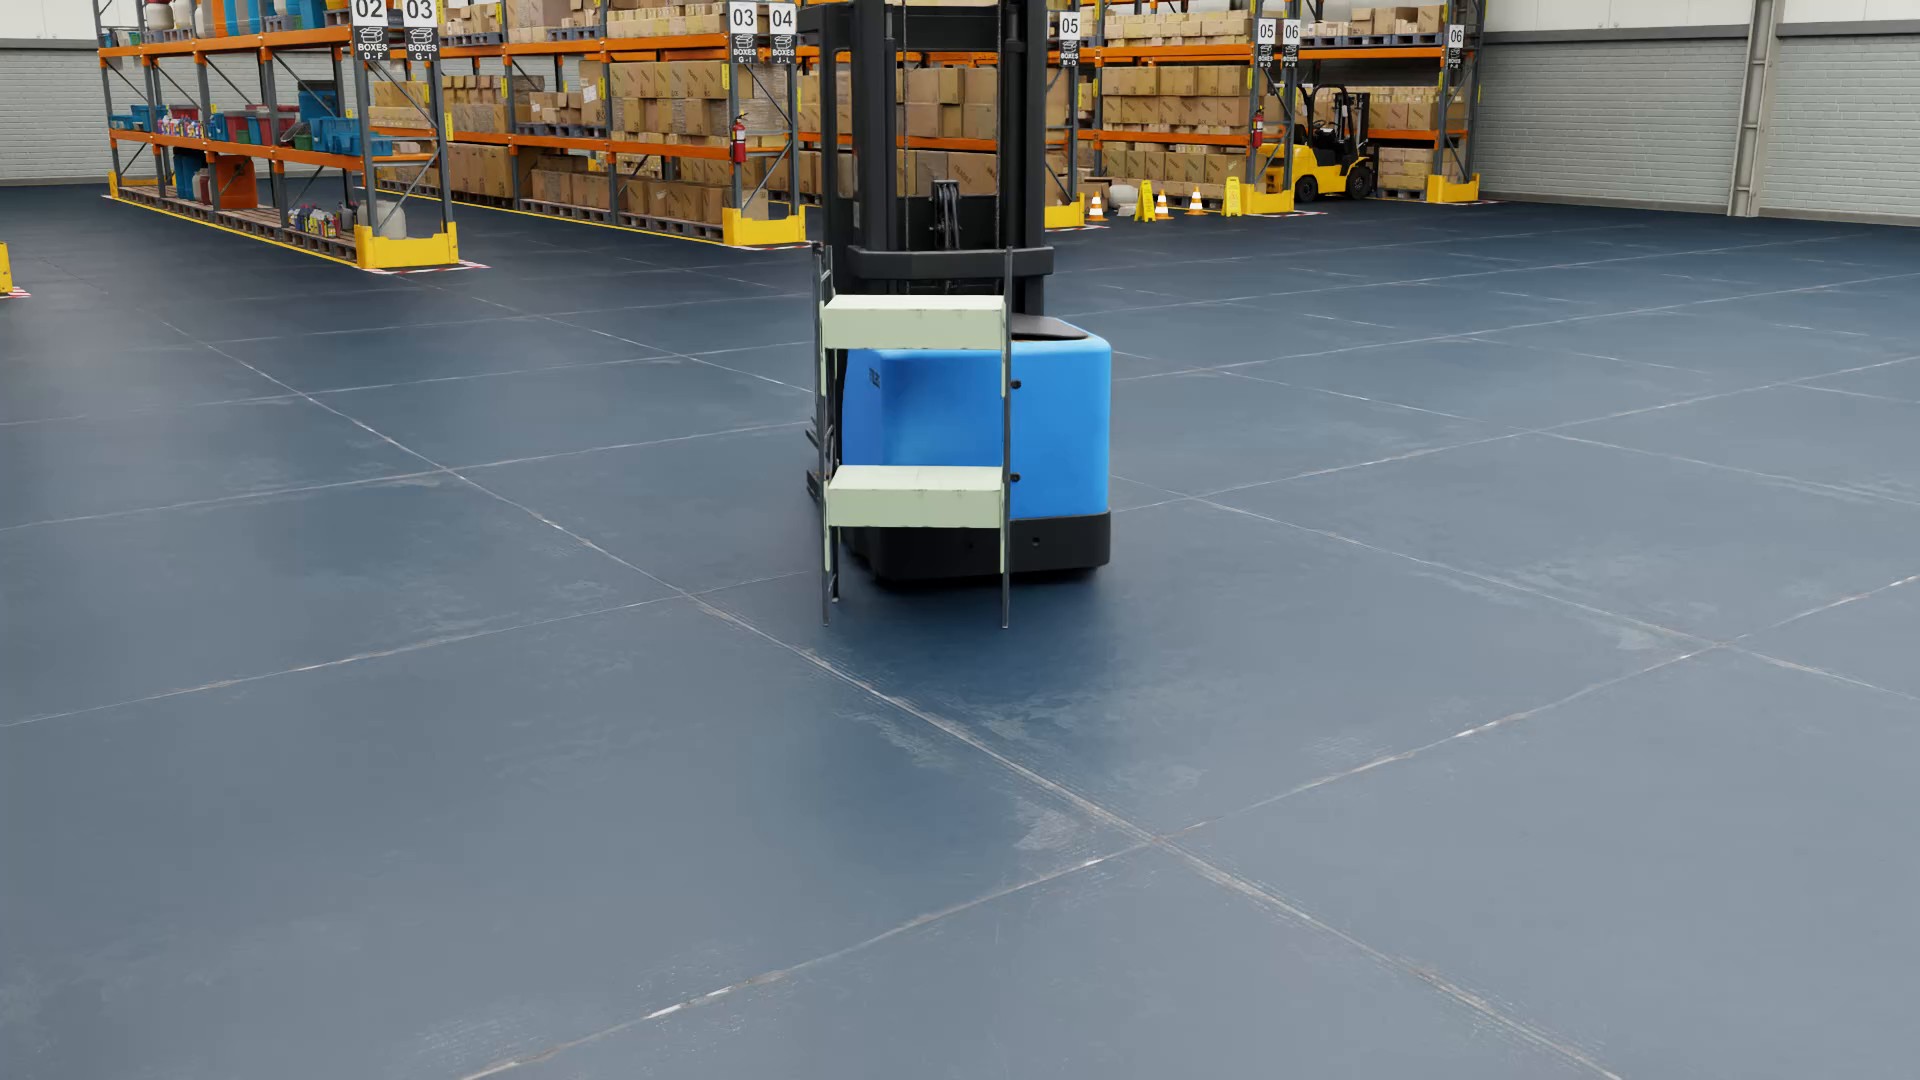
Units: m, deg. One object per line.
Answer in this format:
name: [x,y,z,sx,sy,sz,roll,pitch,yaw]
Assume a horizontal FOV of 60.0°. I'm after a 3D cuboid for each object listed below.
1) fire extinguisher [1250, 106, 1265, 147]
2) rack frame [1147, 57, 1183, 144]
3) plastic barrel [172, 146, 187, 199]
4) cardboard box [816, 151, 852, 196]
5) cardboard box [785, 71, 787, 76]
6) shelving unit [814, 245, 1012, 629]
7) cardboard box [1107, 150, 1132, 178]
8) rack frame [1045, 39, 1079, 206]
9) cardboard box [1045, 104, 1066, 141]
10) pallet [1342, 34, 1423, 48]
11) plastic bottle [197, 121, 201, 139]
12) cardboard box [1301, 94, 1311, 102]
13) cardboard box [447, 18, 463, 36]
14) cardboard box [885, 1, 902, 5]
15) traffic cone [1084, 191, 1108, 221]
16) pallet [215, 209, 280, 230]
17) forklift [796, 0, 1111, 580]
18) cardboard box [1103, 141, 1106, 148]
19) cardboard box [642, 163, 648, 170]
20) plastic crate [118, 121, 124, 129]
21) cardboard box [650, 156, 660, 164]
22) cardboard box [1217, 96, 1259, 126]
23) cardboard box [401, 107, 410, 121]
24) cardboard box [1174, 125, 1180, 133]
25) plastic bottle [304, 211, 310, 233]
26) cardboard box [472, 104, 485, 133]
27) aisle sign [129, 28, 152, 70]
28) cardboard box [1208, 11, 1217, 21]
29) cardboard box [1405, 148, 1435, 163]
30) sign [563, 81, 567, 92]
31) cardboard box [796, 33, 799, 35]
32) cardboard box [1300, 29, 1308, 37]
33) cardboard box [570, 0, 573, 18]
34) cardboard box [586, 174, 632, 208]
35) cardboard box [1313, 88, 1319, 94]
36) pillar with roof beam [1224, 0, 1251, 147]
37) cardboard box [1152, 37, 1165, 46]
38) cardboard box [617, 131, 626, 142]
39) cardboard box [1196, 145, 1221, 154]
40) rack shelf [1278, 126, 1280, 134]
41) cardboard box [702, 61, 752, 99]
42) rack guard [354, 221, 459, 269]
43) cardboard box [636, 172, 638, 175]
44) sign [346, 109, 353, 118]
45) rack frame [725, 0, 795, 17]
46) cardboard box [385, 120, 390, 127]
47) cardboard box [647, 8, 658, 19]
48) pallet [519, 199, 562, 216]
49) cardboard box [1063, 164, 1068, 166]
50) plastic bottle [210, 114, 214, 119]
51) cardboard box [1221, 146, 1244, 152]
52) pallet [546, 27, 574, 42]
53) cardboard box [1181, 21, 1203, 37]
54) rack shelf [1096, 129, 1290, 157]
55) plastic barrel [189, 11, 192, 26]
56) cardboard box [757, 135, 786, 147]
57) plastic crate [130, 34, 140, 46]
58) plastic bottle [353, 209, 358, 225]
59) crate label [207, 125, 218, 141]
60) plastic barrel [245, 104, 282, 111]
fire extinguisher: [5.027,-6.994,28.094,0.296,0.674,0.183,-11,19,-35]
rack frame: [4.641,-9.607,37.494,1.000,3.000,0.127,-11,19,-35]
plastic barrel: [-13.440,-6.454,29.156,0.600,0.901,0.708,-11,19,-35]
cardboard box: [-1.966,-6.634,30.099,1.050,0.750,0.750,-11,19,-35]
cardboard box: [-4.091,-11.268,40.253,0.380,0.149,0.250,-10,18,-33]
shelving unit: [-0.175,-0.418,6.756,0.755,1.500,0.431,1,16,2]
cardboard box: [3.109,-7.052,31.151,0.500,0.500,0.500,-10,18,-32]
rack frame: [1.387,-6.337,25.549,1.000,3.000,0.127,-11,19,-35]
cardboard box: [1.133,-6.482,25.793,0.875,0.550,0.550,-11,19,-35]
pallet: [8.229,-9.718,32.387,1.003,0.211,1.213,-11,19,-35]
plastic bottle: [-12.113,-6.542,26.517,0.061,0.283,0.133,-11,19,-35]
cardboard box: [7.121,-8.950,33.676,0.380,0.149,0.250,-10,18,-33]
cardboard box: [-9.167,-9.510,30.830,0.500,0.311,0.500,-12,19,-36]
cardboard box: [-0.903,-8.812,27.645,0.500,0.250,0.500,-11,19,-34]
traffic cone: [2.224,-5.448,27.103,0.336,0.463,0.334,-11,19,-35]
pallet: [-10.970,-5.012,25.989,1.003,0.211,1.213,-11,19,-35]
forklift: [-0.188,-1.585,8.314,1.130,2.935,3.031,-4,16,-14]
cardboard box: [3.389,-9.270,38.975,0.380,0.149,0.250,-12,19,-37]
cardboard box: [-6.685,-8.119,36.100,0.380,0.149,0.250,-10,18,-33]
plastic crate: [-15.699,-7.809,31.310,0.250,0.136,0.298,-11,19,-35]
cardboard box: [-6.422,-8.150,35.650,0.380,0.149,0.250,-11,19,-35]
cardboard box: [4.790,-7.392,28.650,0.500,0.500,0.500,-11,19,-36]
cardboard box: [-10.818,-8.495,33.154,0.500,0.250,0.500,-10,18,-33]
cardboard box: [4.056,-7.382,29.842,0.380,0.149,0.250,-11,19,-35]
plastic bottle: [-8.729,-4.258,22.262,0.061,0.283,0.133,-10,18,-32]
cardboard box: [-8.475,-7.630,30.083,0.500,0.500,0.500,-12,19,-36]
aisle sign: [-15.903,-9.552,32.368,0.394,0.787,0.004,-11,19,-35]
cardboard box: [4.501,-9.039,28.702,0.380,0.149,0.250,-11,19,-34]
cardboard box: [8.822,-7.307,31.611,0.500,0.250,0.500,-10,18,-33]
sign: [-6.954,-7.904,29.229,0.100,0.325,0.005,-11,19,-35]
cardboard box: [-3.437,-9.704,31.978,0.500,0.500,0.500,-11,19,-35]
cardboard box: [7.011,-10.186,33.420,0.380,0.149,0.250,-10,18,-33]
cardboard box: [-6.316,-8.755,27.562,0.500,0.500,0.500,-10,18,-34]
cardboard box: [-5.645,-5.689,27.082,0.700,0.500,0.500,-11,19,-35]
cardboard box: [7.324,-9.048,33.472,0.380,0.149,0.250,-11,19,-36]
pillar with roof beam: [2.654,-11.694,33.755,9.100,9.000,0.400,-11,19,-35]
cardboard box: [3.652,-8.914,29.755,0.380,0.149,0.250,-11,19,-36]
cardboard box: [-5.016,-6.174,25.428,0.380,0.149,0.250,-11,19,-35]
cardboard box: [4.380,-6.877,29.283,0.380,0.149,0.250,-10,18,-33]
rack shelf: [5.817,-8.833,36.029,1.077,0.370,4.000,-11,19,-35]
cardboard box: [-3.207,-6.342,22.919,0.500,0.500,0.500,-11,19,-35]
rack guard: [-6.773,-3.624,20.369,1.175,0.500,0.348,-11,19,-35]
cardboard box: [-6.882,-8.045,36.394,0.380,0.149,0.250,-10,18,-33]
sign: [-8.591,-5.891,23.393,0.100,0.325,0.005,-11,19,-35]
rack frame: [-2.684,-8.483,22.023,1.000,3.000,0.127,-11,19,-35]
cardboard box: [-11.544,-8.538,34.066,0.380,0.149,0.250,-11,19,-36]
cardboard box: [-4.297,-7.620,24.082,0.380,0.149,0.250,-11,19,-36]
pallet: [-6.930,-5.785,28.814,1.003,0.211,1.213,-11,19,-35]
cardboard box: [1.834,-7.329,33.355,0.950,0.372,0.625,-10,18,-33]
plastic bottle: [-12.941,-7.213,28.843,0.144,0.351,0.185,-11,19,-35]
cardboard box: [5.783,-8.247,36.227,0.875,0.625,0.625,-12,19,-37]
pallet: [-5.925,-8.169,26.914,1.213,0.211,1.003,-11,19,-35]
cardboard box: [4.209,-8.930,29.061,0.500,0.250,0.500,-10,18,-33]
rack shelf: [4.156,-7.207,30.090,1.077,0.370,4.000,-11,19,-35]
plastic barrel: [-12.143,-8.317,26.568,0.301,0.262,0.301,0,15,0]
cardboard box: [-2.659,-5.566,23.206,0.380,0.149,0.250,-11,19,-35]
plastic crate: [-14.240,-8.771,29.159,0.450,0.188,0.662,-11,19,-35]
plastic bottle: [-8.196,-4.352,22.608,0.061,0.283,0.133,-11,19,-35]
crate label: [-11.450,-6.300,25.728,0.303,0.233,0.416,-11,19,-35]
plastic barrel: [-10.876,-6.542,26.039,0.600,0.536,0.708,-11,19,-35]
